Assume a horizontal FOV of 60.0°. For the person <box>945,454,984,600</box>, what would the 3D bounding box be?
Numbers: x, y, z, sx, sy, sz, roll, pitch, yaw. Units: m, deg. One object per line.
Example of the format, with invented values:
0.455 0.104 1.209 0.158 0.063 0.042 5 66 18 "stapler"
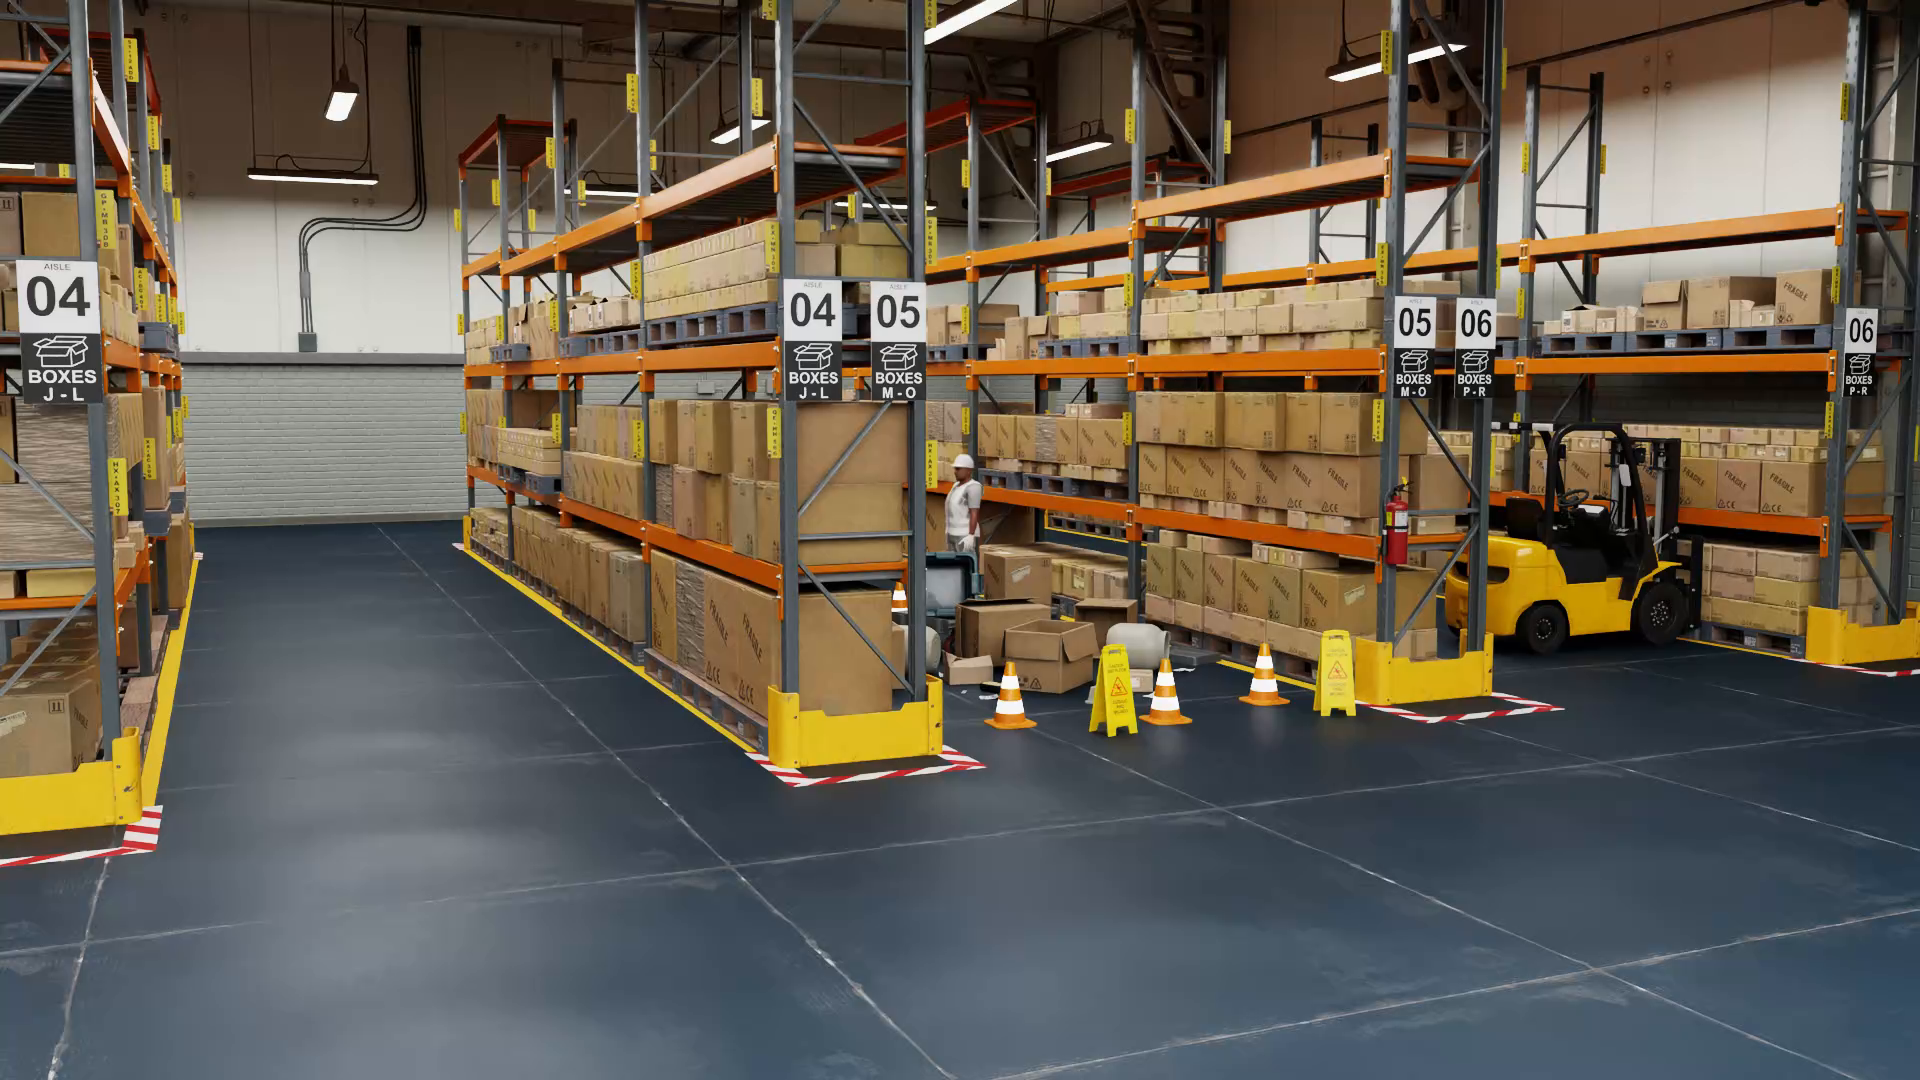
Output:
0.033 -0.028 17.843 0.352 1.786 0.547 -2 6 -24 "person"
